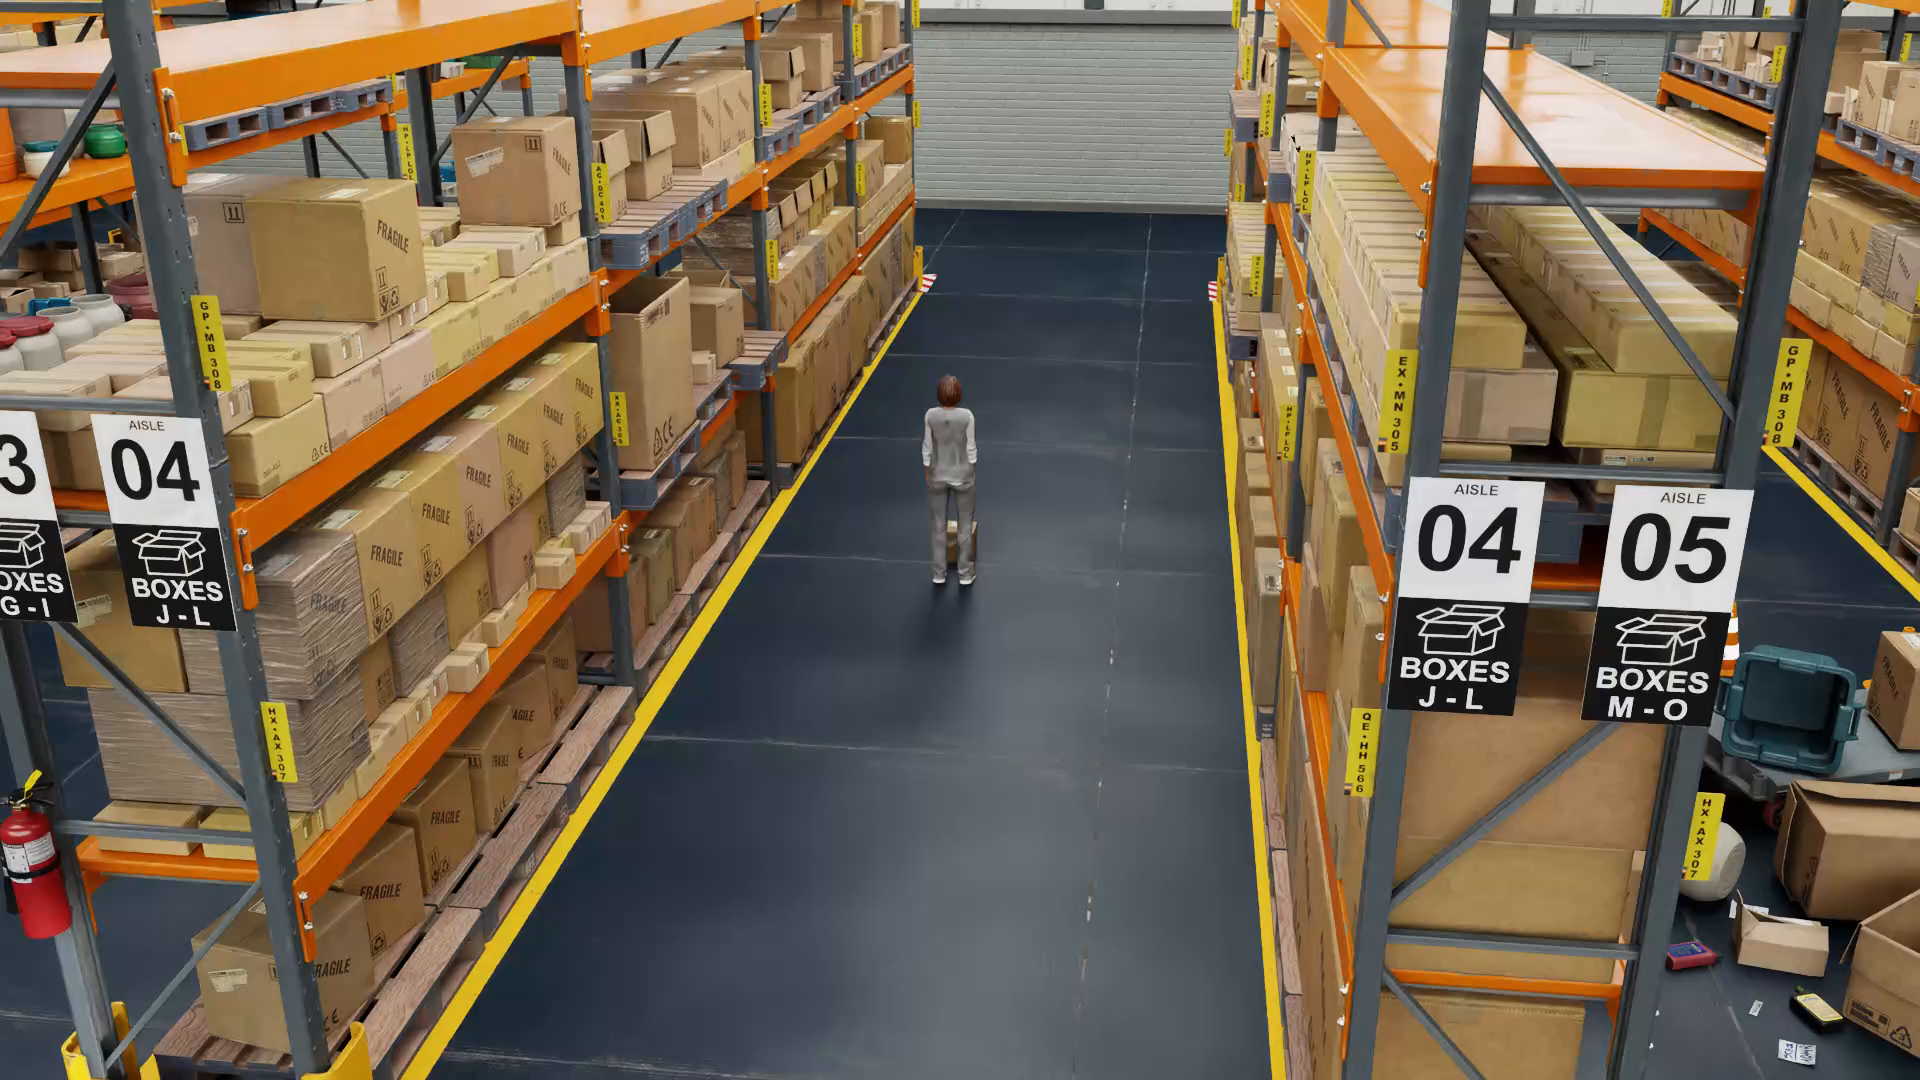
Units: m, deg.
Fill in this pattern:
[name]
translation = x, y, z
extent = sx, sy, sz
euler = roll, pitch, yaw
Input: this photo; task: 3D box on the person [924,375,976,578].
[person]
translation = -0.075, -0.475, 12.211
extent = 0.386, 1.530, 0.299
euler = 3, 22, 8
